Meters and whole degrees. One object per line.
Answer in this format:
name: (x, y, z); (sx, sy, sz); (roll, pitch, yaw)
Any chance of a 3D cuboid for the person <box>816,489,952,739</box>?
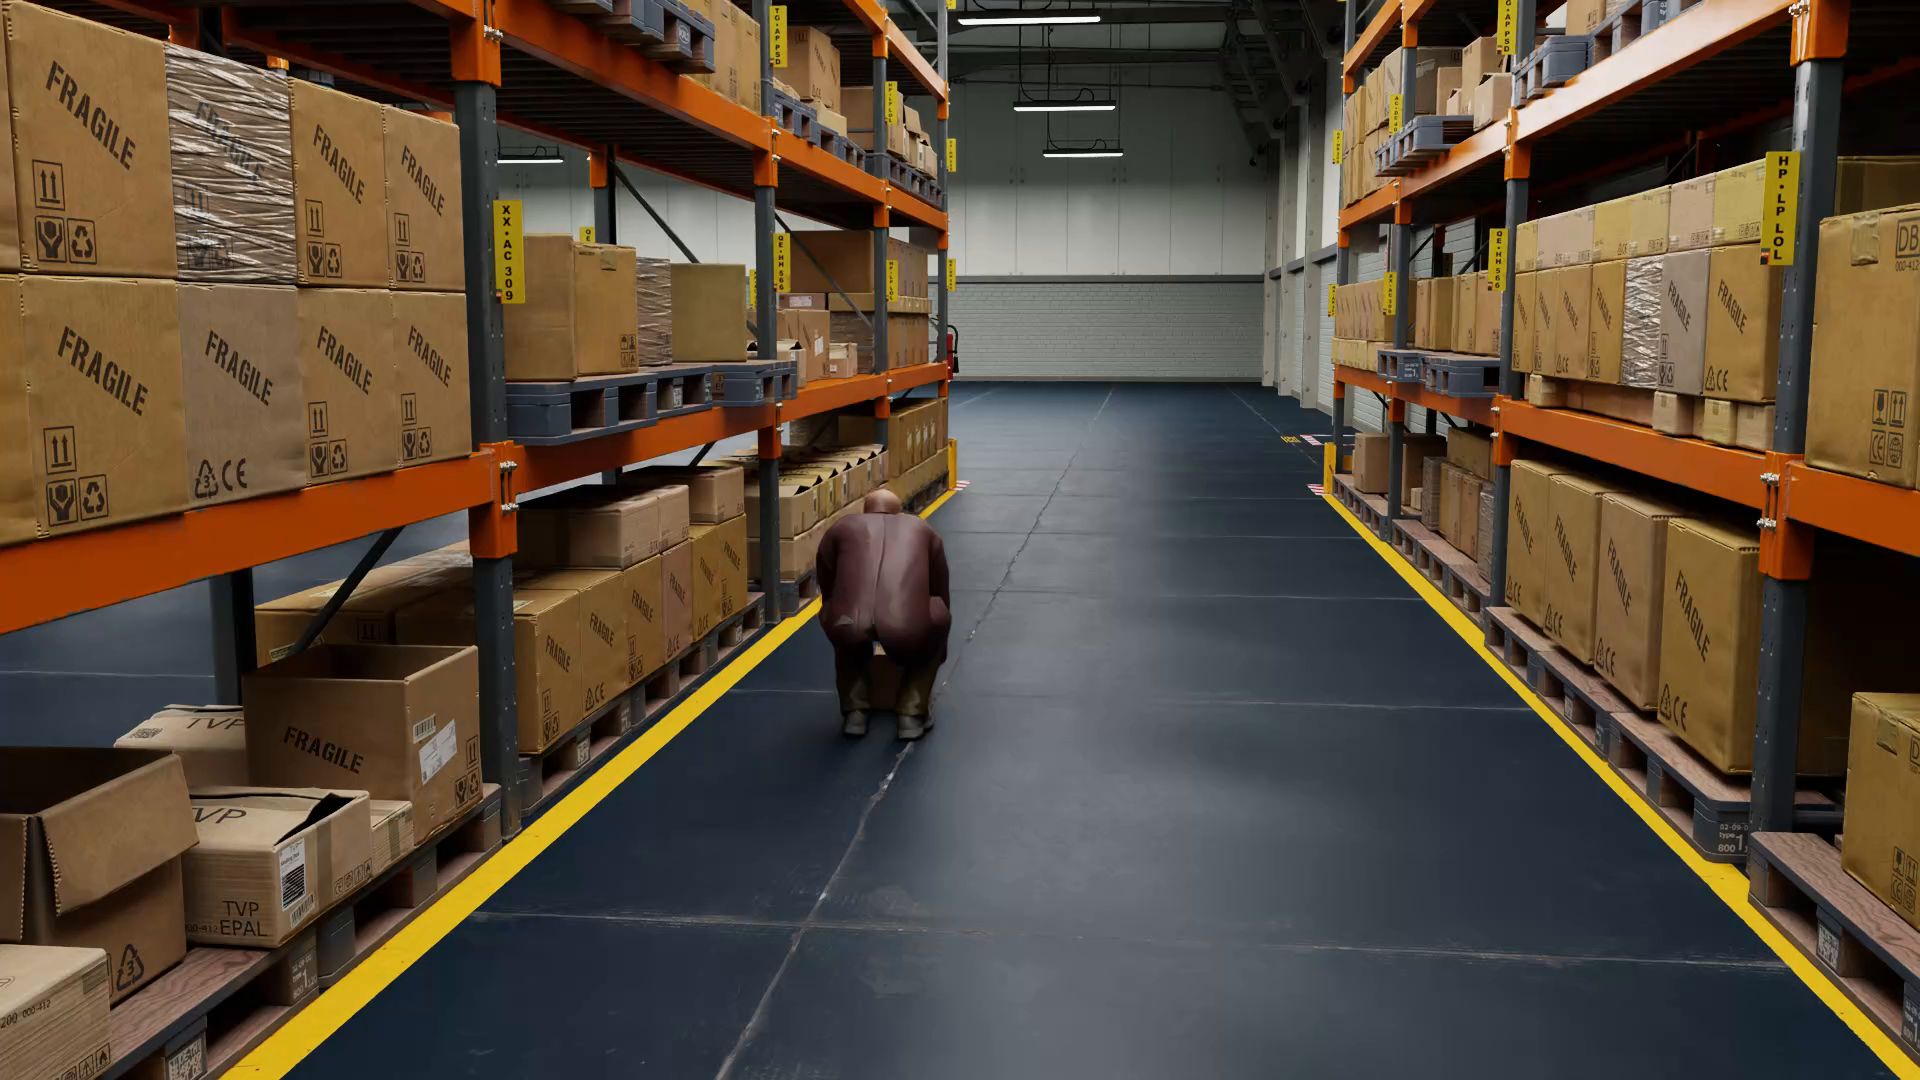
person: (-0.330, 0.311, 7.089); (0.609, 0.969, 0.900); (1, 7, 6)
